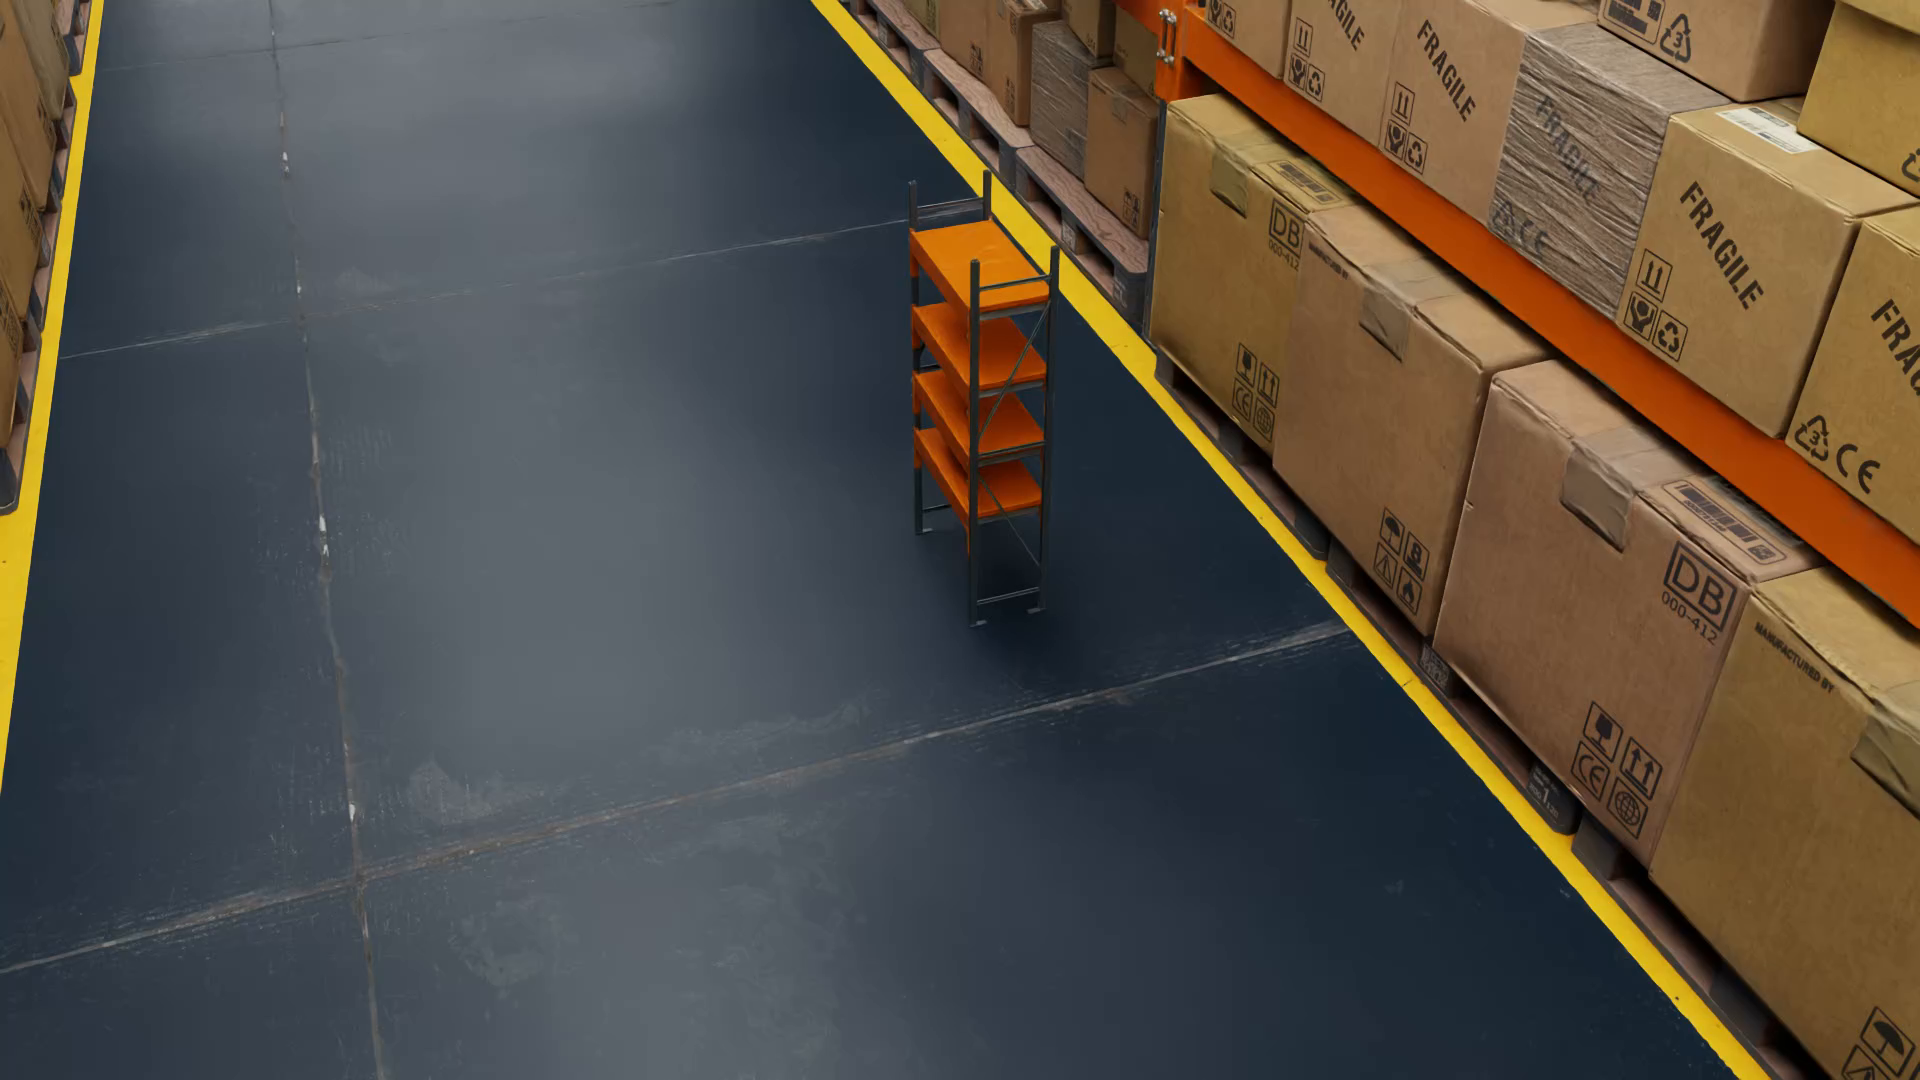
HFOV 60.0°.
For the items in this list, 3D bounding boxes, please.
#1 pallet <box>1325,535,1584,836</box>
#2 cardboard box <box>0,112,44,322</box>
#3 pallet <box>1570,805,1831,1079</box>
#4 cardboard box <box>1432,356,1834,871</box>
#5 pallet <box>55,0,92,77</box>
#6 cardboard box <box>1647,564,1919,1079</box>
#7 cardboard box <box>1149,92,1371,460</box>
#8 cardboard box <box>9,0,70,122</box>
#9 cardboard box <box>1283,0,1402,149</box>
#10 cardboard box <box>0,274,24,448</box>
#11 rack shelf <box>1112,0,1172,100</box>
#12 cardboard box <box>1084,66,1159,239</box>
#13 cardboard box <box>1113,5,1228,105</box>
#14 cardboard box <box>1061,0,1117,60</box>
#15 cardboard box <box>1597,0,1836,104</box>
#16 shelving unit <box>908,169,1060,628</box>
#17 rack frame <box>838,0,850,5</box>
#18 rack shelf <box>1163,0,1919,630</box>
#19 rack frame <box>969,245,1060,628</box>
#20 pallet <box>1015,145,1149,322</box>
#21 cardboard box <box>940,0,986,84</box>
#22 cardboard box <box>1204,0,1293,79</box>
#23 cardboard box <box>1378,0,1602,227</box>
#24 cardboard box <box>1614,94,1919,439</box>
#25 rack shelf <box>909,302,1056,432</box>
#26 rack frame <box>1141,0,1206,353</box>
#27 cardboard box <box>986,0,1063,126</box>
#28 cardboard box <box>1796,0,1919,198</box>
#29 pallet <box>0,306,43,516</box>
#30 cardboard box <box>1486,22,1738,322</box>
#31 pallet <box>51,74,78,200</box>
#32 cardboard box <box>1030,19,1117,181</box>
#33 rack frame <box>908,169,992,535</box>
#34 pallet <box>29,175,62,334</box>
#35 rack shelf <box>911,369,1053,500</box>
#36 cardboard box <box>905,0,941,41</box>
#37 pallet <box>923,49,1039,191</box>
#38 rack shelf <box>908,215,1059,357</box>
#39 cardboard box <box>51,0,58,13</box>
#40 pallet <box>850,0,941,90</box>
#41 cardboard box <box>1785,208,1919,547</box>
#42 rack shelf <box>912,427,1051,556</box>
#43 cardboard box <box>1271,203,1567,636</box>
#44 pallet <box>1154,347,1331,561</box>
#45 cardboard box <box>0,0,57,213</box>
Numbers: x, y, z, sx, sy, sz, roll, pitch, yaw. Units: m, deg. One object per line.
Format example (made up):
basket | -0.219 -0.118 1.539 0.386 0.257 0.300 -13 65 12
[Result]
pallet | 1.790 0.234 4.764 1.003 0.211 1.213 -12 39 -16
cardboard box | -3.948 -1.184 5.850 1.050 0.750 0.750 -12 39 -15
pallet | 2.213 0.924 3.848 1.003 0.211 1.213 -12 39 -16
cardboard box | 2.002 0.049 4.108 1.225 0.875 0.875 -14 39 -18
pallet | -5.083 -2.651 8.594 1.003 0.211 1.213 -12 39 -16
cardboard box | 2.311 0.554 3.438 1.225 0.875 0.875 -12 39 -16
cardboard box | 1.391 -0.954 5.440 1.225 0.875 0.875 -14 39 -18
cardboard box | -4.597 -2.256 7.273 1.050 0.750 0.750 -13 39 -16
cardboard box | 1.265 -1.447 4.595 0.500 0.500 0.500 -13 39 -17
cardboard box | -3.644 -0.691 5.195 1.050 0.750 0.750 -13 39 -17
rack shelf | 0.485 -2.872 7.167 1.077 0.370 4.000 -12 39 -16
cardboard box | 0.924 -1.581 6.567 0.700 0.500 0.500 -14 39 -18
cardboard box | 0.914 -1.878 6.339 0.500 0.250 0.500 -11 38 -14
cardboard box | 0.722 -2.176 6.734 0.500 0.250 0.500 -8 38 -11
cardboard box | 1.868 -1.307 3.575 0.797 0.503 0.637 -11 38 -14
shelving unit | 0.057 -0.386 4.765 0.258 1.200 0.503 -12 39 -16
rack frame | -0.203 -4.289 8.451 1.000 3.000 0.127 -12 39 -16
rack shelf | 1.861 -0.612 4.167 1.077 0.370 4.000 -12 39 -16
rack frame | 0.141 -0.248 4.582 0.240 1.200 0.015 -12 39 -16
pallet | 0.906 -1.357 6.876 1.003 0.211 1.213 -12 39 -16
cardboard box | 0.327 -2.525 7.822 0.700 0.500 0.500 -16 40 -20
cardboard box | 1.085 -1.738 4.981 0.500 0.500 0.500 -11 38 -15
cardboard box | 1.444 -1.159 4.212 0.500 0.500 0.500 -13 39 -17
cardboard box | 1.782 -0.592 3.459 0.500 0.500 0.500 -13 39 -16
rack shelf | 0.057 -0.511 4.671 0.258 0.148 0.480 -12 39 -16
rack frame | 1.173 -2.029 5.451 1.000 3.000 0.127 -12 39 -16
cardboard box | 0.519 -2.210 7.403 0.700 0.500 0.500 -9 38 -12
cardboard box | 2.097 -0.959 3.114 0.797 0.503 0.637 -12 39 -15
pallet | -3.719 -0.406 5.614 1.003 0.211 1.213 -12 39 -16
cardboard box | 1.614 -0.876 3.836 0.500 0.500 0.500 -12 39 -16
pallet | -4.559 -1.785 7.444 1.003 0.211 1.213 -12 39 -16
cardboard box | 0.721 -1.891 6.980 0.700 0.500 0.500 -16 40 -20
rack frame | -0.027 -0.524 4.948 0.240 1.200 0.015 -12 39 -16
pallet | -4.135 -1.095 6.528 1.003 0.211 1.213 -12 39 -16
rack shelf | 0.057 -0.332 4.805 0.258 0.148 0.480 -12 39 -16
cardboard box | 0.134 -2.841 8.241 0.700 0.500 0.500 -13 39 -16
pallet | 0.490 -2.045 7.790 1.003 0.211 1.213 -12 39 -16
rack shelf | 0.057 -0.700 4.528 0.258 0.148 0.480 -12 39 -16
cardboard box | -5.046 -3.008 8.167 0.875 0.875 0.875 -12 39 -15
pallet | 0.066 -2.735 8.706 1.003 0.211 1.213 -12 39 -16
cardboard box | 1.968 -0.298 3.069 0.500 0.500 0.500 -11 38 -15
rack shelf | 0.057 -0.173 4.925 0.258 0.148 0.480 -12 39 -16
cardboard box | 1.691 -0.449 4.770 1.225 0.875 0.875 -12 39 -16
pallet | 1.374 -0.454 5.678 1.003 0.211 1.213 -12 39 -16
cardboard box | -4.269 -1.710 6.548 1.050 0.750 0.750 -12 39 -16
